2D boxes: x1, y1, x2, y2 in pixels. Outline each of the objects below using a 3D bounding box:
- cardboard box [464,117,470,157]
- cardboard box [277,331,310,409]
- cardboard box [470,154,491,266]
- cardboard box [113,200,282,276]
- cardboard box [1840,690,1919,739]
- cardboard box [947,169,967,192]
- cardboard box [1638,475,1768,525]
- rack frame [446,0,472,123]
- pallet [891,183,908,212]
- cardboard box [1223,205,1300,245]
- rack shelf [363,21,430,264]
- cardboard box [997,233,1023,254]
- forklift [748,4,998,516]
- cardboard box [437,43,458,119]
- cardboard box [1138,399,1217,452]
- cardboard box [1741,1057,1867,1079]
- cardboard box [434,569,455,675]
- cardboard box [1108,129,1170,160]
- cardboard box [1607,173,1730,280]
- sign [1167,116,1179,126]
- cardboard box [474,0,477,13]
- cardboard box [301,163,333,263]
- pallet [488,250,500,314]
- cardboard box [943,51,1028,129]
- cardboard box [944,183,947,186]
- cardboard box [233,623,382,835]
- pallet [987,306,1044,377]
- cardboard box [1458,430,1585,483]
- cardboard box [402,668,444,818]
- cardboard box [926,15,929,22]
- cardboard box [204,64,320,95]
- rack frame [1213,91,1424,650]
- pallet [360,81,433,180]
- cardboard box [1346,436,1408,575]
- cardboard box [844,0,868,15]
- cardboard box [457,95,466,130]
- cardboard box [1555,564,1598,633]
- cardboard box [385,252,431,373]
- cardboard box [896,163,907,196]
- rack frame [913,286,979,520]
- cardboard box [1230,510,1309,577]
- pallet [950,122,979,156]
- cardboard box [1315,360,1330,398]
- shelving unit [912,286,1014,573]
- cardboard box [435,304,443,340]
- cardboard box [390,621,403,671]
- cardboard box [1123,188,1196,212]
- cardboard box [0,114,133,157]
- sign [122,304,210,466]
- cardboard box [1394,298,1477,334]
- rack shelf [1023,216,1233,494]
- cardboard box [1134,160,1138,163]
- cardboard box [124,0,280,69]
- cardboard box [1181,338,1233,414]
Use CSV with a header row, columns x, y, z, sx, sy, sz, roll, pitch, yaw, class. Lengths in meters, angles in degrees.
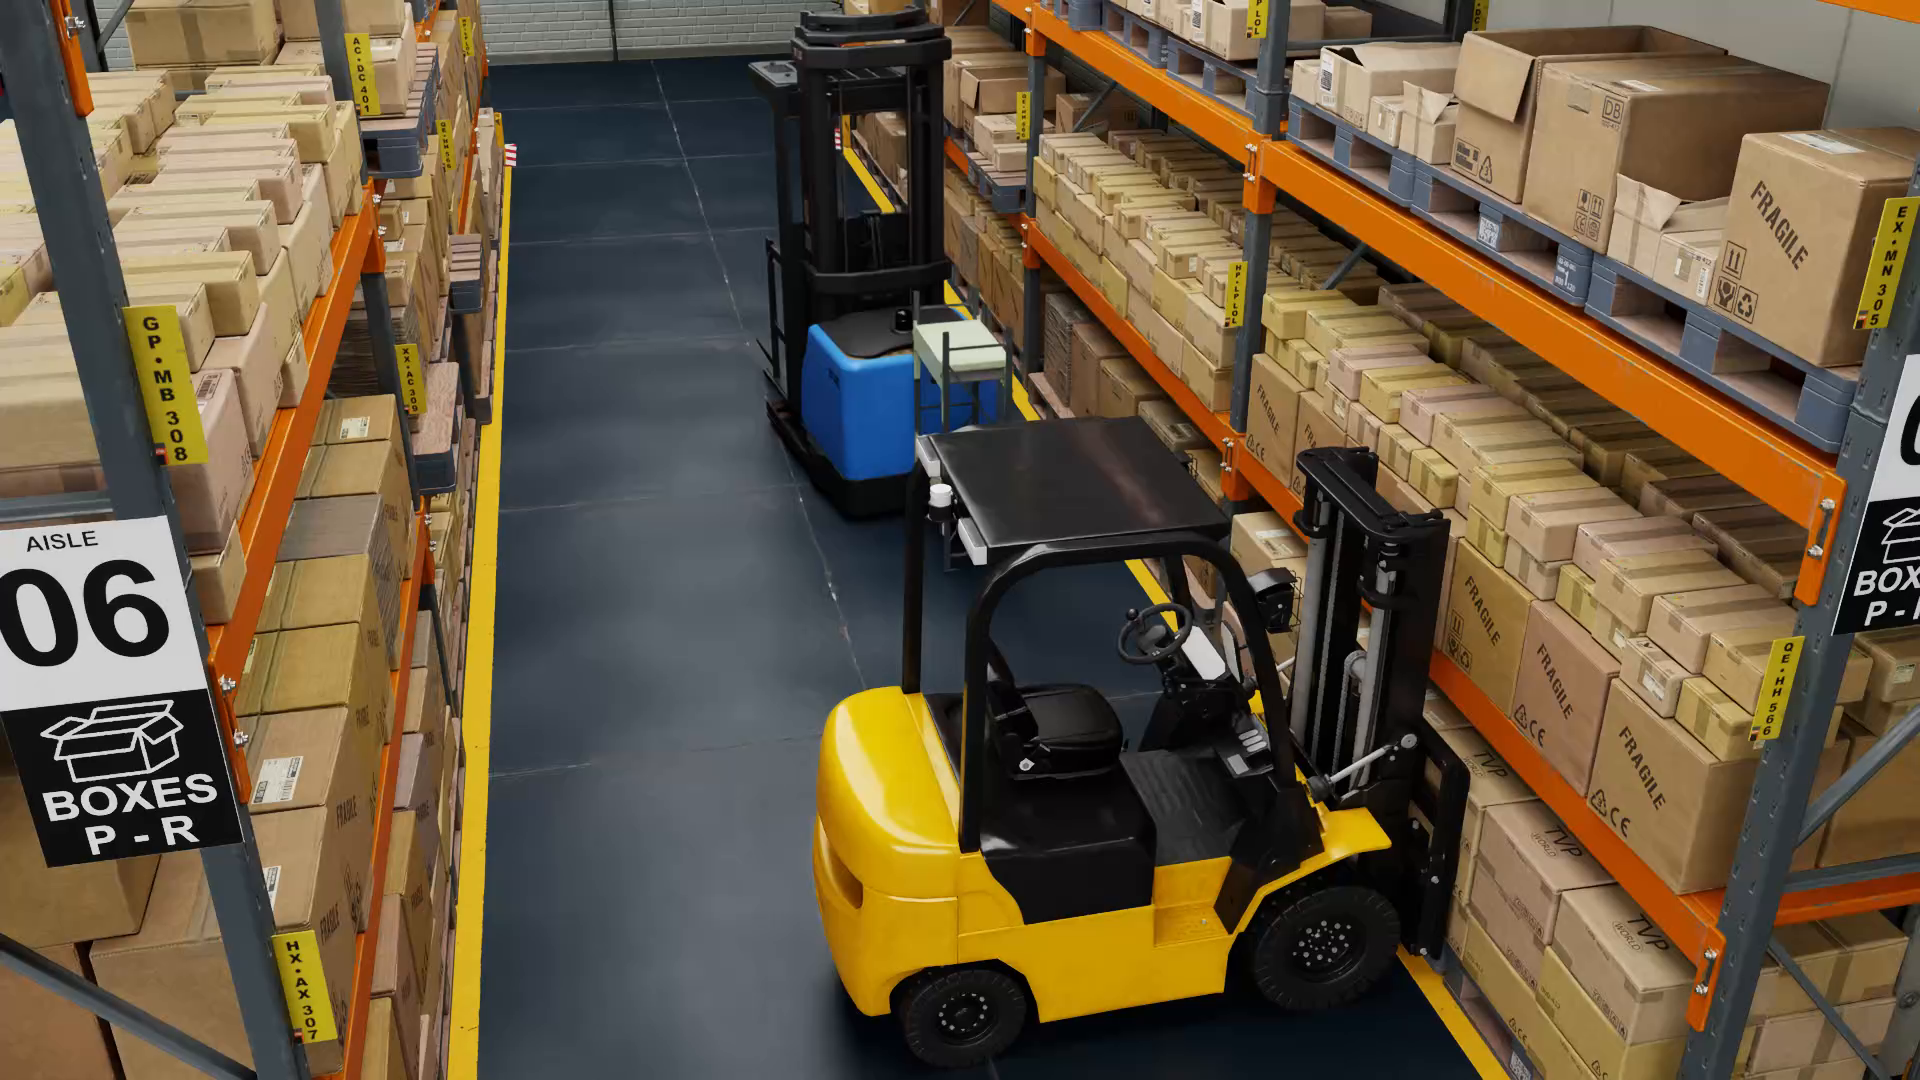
x,y,z,sx,sy,sz,roll,pitch,yaw,class
-4.306,-3.317,13.659,0.500,0.250,0.500,-6,27,-12,cardboard box
-2.115,-0.483,4.828,0.380,0.149,0.250,-6,27,-11,cardboard box
-4.548,-2.754,14.269,0.875,0.875,0.875,-5,27,-10,cardboard box
-2.124,-0.835,4.641,0.380,0.149,0.250,-5,27,-10,cardboard box
2.950,0.474,5.151,0.380,0.149,0.250,-7,28,-13,cardboard box
0.098,-3.236,14.920,0.380,0.149,0.250,-7,28,-14,cardboard box
2.682,-0.109,5.975,0.380,0.149,0.250,-5,27,-10,cardboard box
-4.766,-3.779,14.408,1.000,3.000,0.127,-6,27,-12,rack frame
-0.085,-3.341,16.635,1.003,0.211,1.213,-6,27,-12,pallet
1.766,-1.848,9.751,0.380,0.149,0.250,-6,27,-12,cardboard box
-3.414,-2.163,8.675,1.077,0.370,4.000,-6,27,-12,rack shelf
0.504,-2.317,13.101,0.380,0.149,0.250,-7,28,-13,cardboard box
-0.736,-2.104,11.166,1.130,2.935,3.031,-9,28,-18,forklift
-4.071,-3.422,12.481,0.500,0.500,0.500,-6,27,-11,cardboard box
1.576,-0.469,10.020,0.875,0.625,0.625,-6,27,-12,cardboard box
2.853,1.788,5.964,0.500,0.250,0.500,-6,27,-11,cardboard box
-3.084,0.489,8.403,0.950,0.372,0.625,-6,27,-11,cardboard box
1.241,-2.740,11.519,0.380,0.149,0.250,-5,27,-10,cardboard box
2.234,-0.972,5.090,0.396,0.266,0.258,-6,27,-11,cardboard box
1.511,-3.103,11.784,0.100,0.325,0.005,-6,27,-12,sign
-5.180,-5.612,16.819,0.500,0.500,0.500,-6,27,-11,cardboard box
-2.386,-1.058,5.525,0.500,0.250,0.500,-6,27,-12,cardboard box
-4.519,-2.203,14.380,1.003,0.211,1.213,-6,27,-12,pallet
0.254,-3.710,13.694,0.700,0.500,0.500,-6,27,-12,cardboard box
-0.041,-3.121,15.412,0.500,0.500,0.500,-5,27,-9,cardboard box
-2.134,0.625,5.241,0.500,0.500,0.500,-6,27,-13,cardboard box
0.839,-1.615,13.216,1.003,0.211,1.213,-6,27,-12,pallet
2.136,-0.292,6.339,0.380,0.149,0.250,-6,27,-11,cardboard box
-2.452,0.894,6.903,0.500,0.500,0.500,-5,27,-11,cardboard box
-0.130,-5.257,17.173,0.500,0.250,0.500,-6,27,-12,cardboard box
-2.679,-1.733,6.419,0.380,0.149,0.250,-5,27,-11,cardboard box
1.872,-0.772,8.451,1.000,3.000,0.127,-6,27,-12,rack frame
-2.998,-1.804,7.374,1.213,0.211,1.003,-6,27,-12,pallet
1.966,-0.147,7.100,0.500,0.500,0.500,-6,27,-12,cardboard box
-0.993,-5.880,18.406,0.500,0.250,0.500,-6,27,-11,cardboard box
-4.187,-3.321,13.112,0.500,0.250,0.500,-5,27,-10,cardboard box
2.292,0.186,5.721,0.380,0.149,0.250,-6,27,-12,cardboard box
-2.903,-1.086,8.166,0.500,0.500,0.500,-6,27,-11,cardboard box
-0.423,-3.623,16.667,0.396,0.266,0.258,-5,27,-10,cardboard box
-0.081,-0.821,10.211,0.400,1.500,0.023,-7,28,-13,rack frame
1.675,0.065,8.267,0.500,0.250,0.500,-6,27,-12,cardboard box
0.528,-3.296,13.664,1.003,0.211,1.213,-6,27,-12,pallet
1.833,-0.715,7.507,0.380,0.149,0.250,-6,27,-12,cardboard box
0.009,-0.661,9.895,0.431,1.500,0.755,-7,28,-13,shelving unit
-3.046,-1.192,9.095,0.380,0.149,0.250,-5,27,-10,cardboard box
-2.362,0.401,6.405,0.380,0.149,0.250,-6,27,-12,cardboard box
1.209,-2.023,10.098,0.380,0.149,0.250,-6,27,-12,cardboard box
-3.039,-1.332,5.625,0.380,0.149,0.250,-6,27,-12,cardboard box
-1.533,-0.295,3.207,0.100,0.325,0.005,-6,27,-12,sign
2.255,-1.016,7.772,0.380,0.149,0.250,-7,28,-13,cardboard box
1.421,-1.329,10.353,1.077,0.370,4.000,-6,27,-12,rack shelf
1.343,-2.516,11.517,0.500,0.250,0.500,-5,27,-10,cardboard box
-3.218,-2.191,7.079,0.500,0.250,0.500,-5,27,-10,cardboard box
1.504,-0.900,8.871,0.500,0.250,0.500,-5,27,-10,cardboard box
